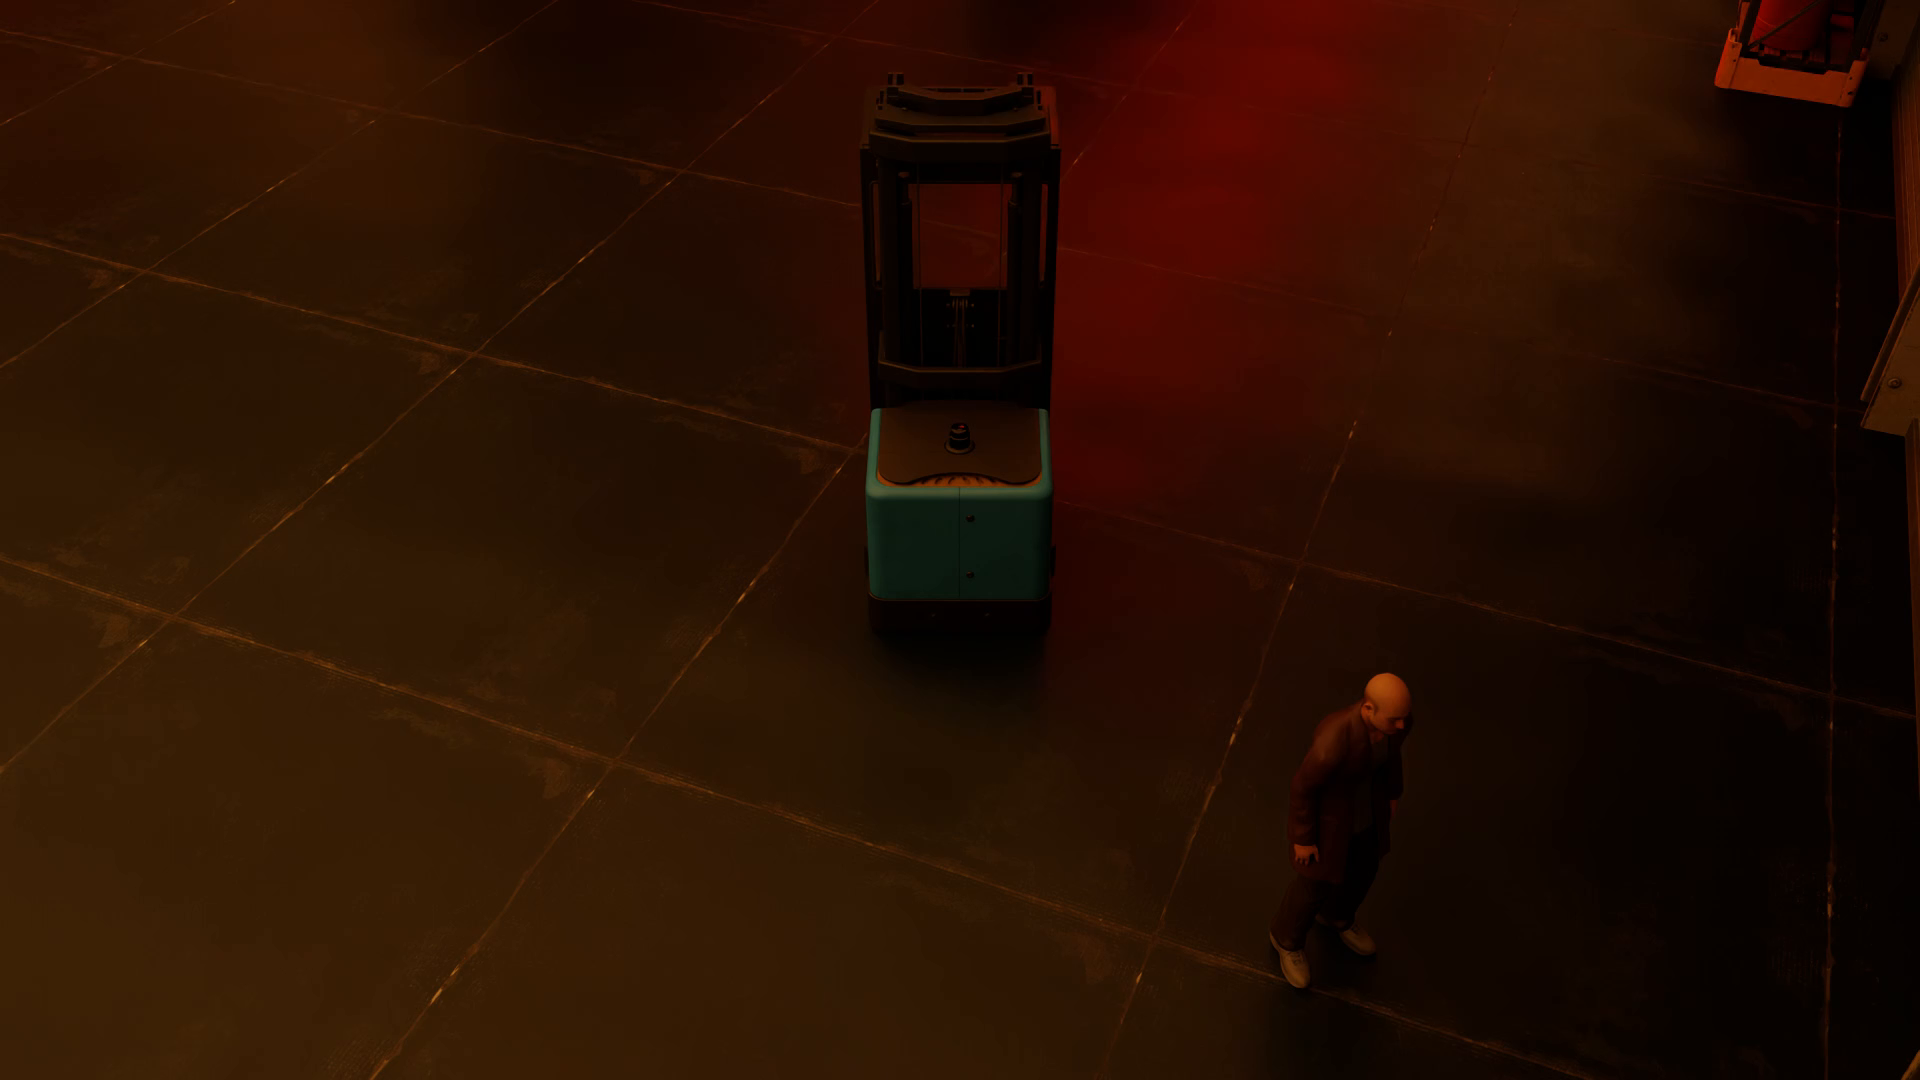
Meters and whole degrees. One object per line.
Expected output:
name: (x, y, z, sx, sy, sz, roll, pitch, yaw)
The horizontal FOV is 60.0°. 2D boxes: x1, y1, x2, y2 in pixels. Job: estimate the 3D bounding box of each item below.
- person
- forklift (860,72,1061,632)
person: (1.729, 1.239, 7.429, 0.643, 1.772, 0.435, -21, 44, -23)
forklift: (0.002, -1.515, 9.816, 1.130, 2.935, 3.031, 0, 40, 0)
